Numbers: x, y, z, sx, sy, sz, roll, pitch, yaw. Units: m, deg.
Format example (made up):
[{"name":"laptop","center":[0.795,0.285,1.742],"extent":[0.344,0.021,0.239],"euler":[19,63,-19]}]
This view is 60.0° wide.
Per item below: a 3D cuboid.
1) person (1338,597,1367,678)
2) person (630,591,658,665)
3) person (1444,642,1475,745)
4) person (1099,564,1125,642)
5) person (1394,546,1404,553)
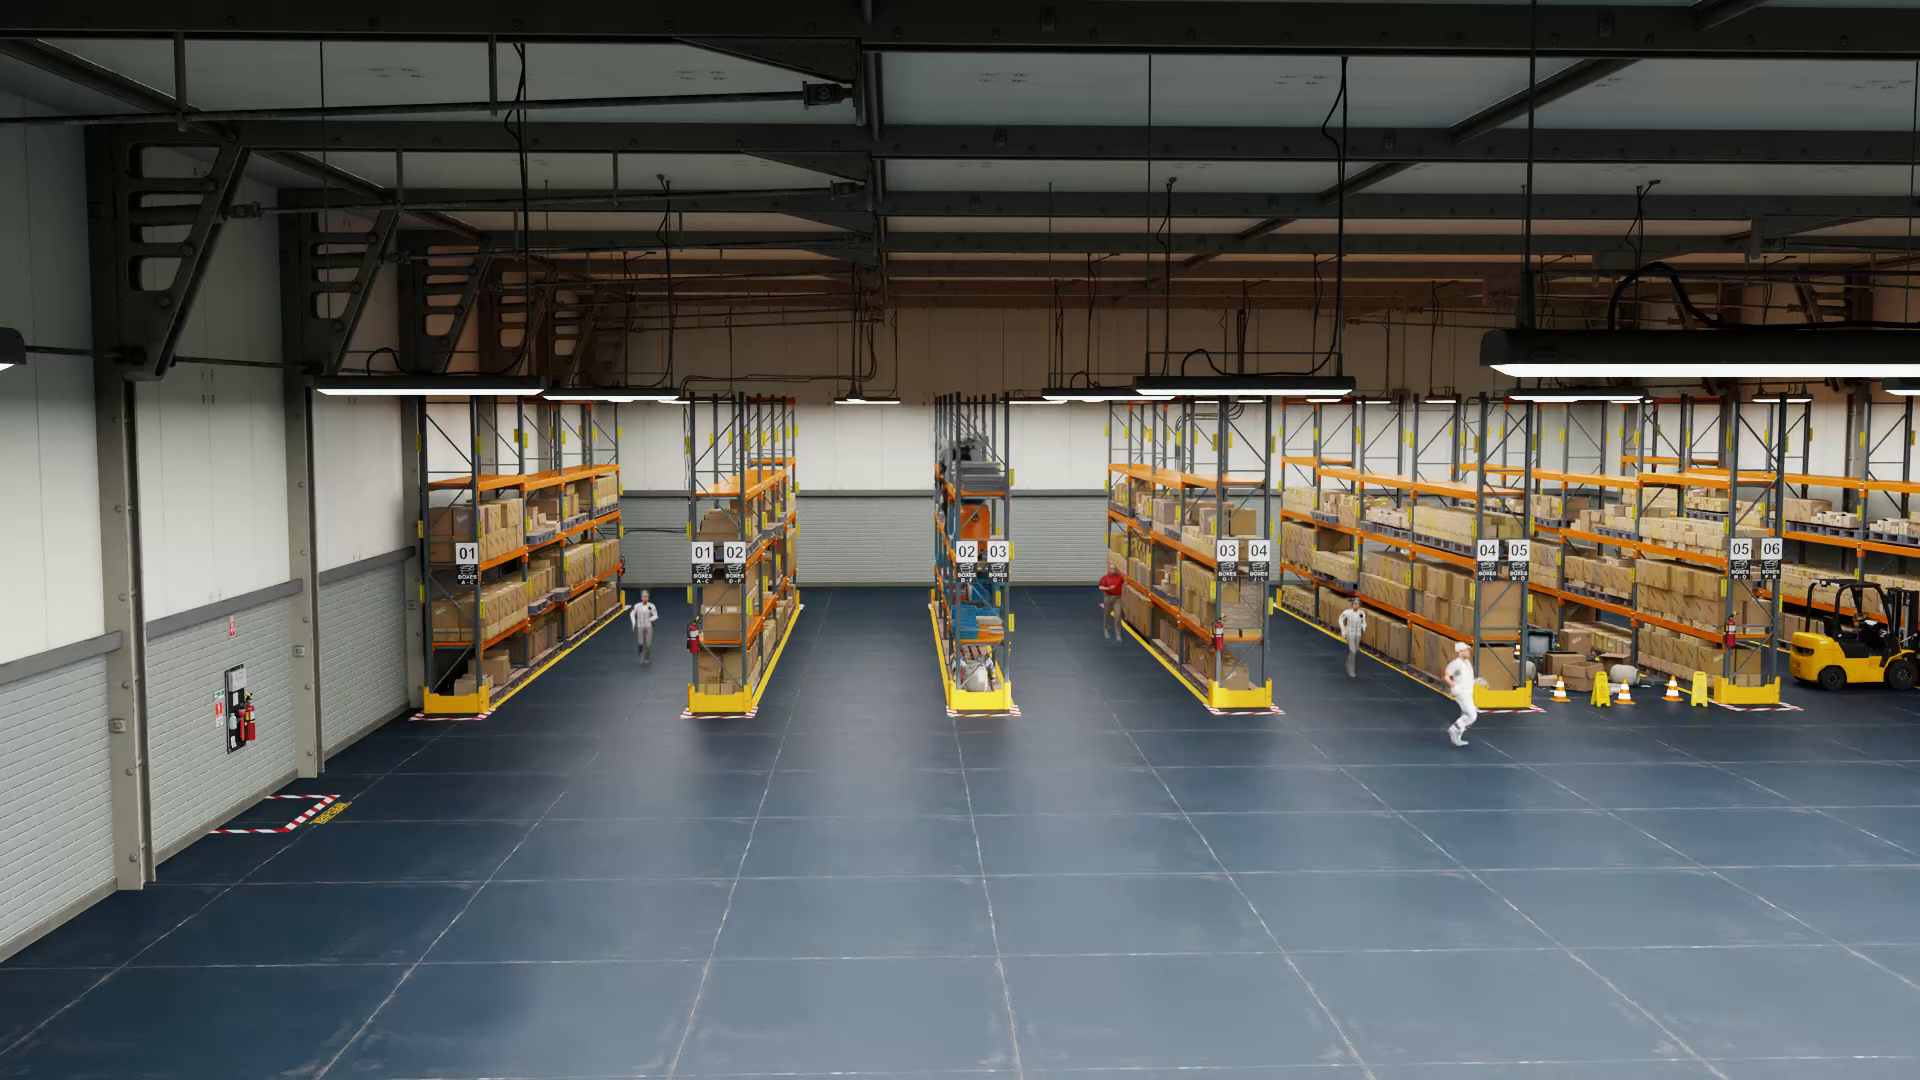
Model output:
[{"name":"person","center":[8.376,2.063,35.436],"extent":[0.517,1.725,0.829],"euler":[-1,5,-13]},{"name":"person","center":[-6.968,1.943,36.720],"extent":[0.593,1.648,0.573],"euler":[-1,5,-12]},{"name":"person","center":[8.446,2.595,28.018],"extent":[0.403,1.740,0.644],"euler":[3,6,37]},{"name":"person","center":[3.561,1.449,38.821],"extent":[0.649,1.770,0.852],"euler":[0,5,-5]},{"name":"person","center":[13.109,0.906,49.301],"extent":[0.797,1.777,0.697],"euler":[1,5,12]}]
